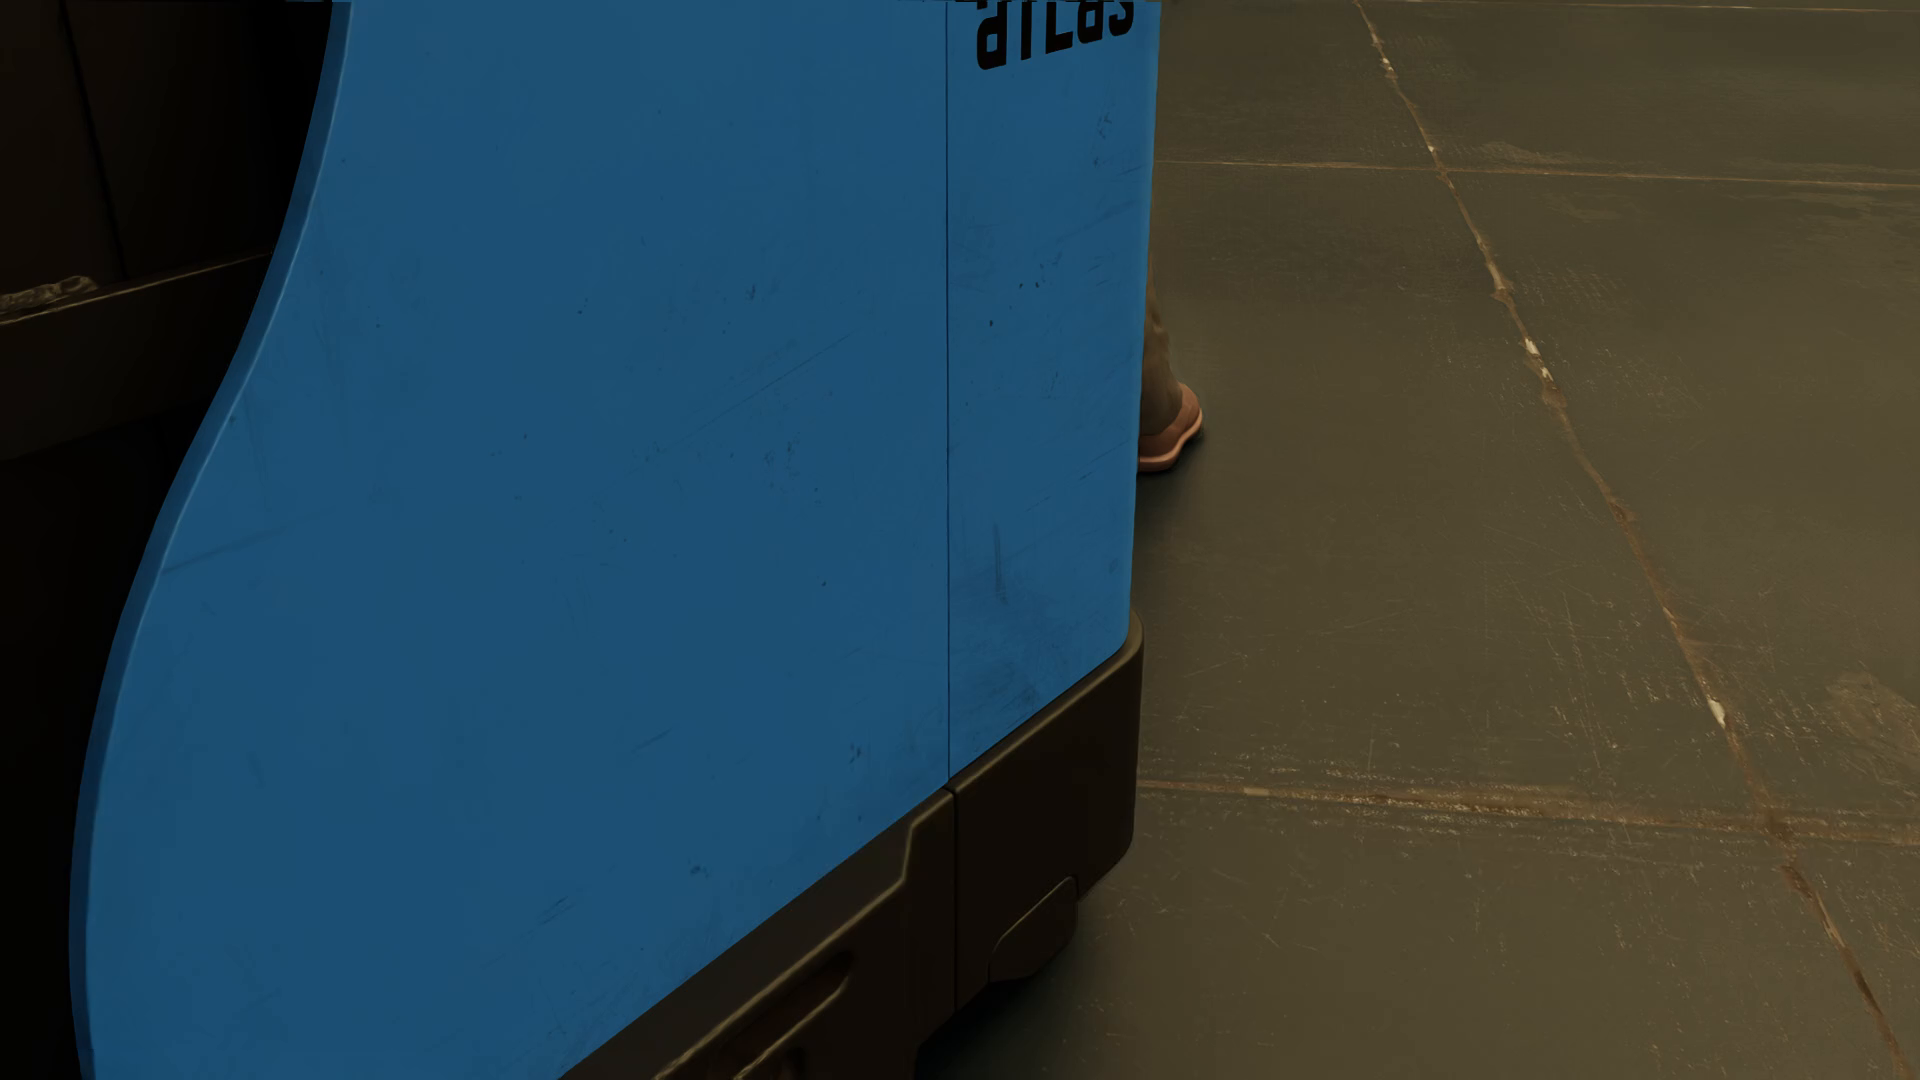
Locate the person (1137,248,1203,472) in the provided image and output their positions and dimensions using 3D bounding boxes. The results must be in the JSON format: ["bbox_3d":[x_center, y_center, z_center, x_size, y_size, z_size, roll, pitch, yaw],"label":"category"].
[{"bbox_3d":[0.017,-0.846,2.520,0.752,1.484,0.683,8,28,16],"label":"person"}]

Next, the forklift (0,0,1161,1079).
[{"bbox_3d":[-1.105,-0.558,0.335,1.130,2.935,3.031,19,32,32],"label":"forklift"}]
